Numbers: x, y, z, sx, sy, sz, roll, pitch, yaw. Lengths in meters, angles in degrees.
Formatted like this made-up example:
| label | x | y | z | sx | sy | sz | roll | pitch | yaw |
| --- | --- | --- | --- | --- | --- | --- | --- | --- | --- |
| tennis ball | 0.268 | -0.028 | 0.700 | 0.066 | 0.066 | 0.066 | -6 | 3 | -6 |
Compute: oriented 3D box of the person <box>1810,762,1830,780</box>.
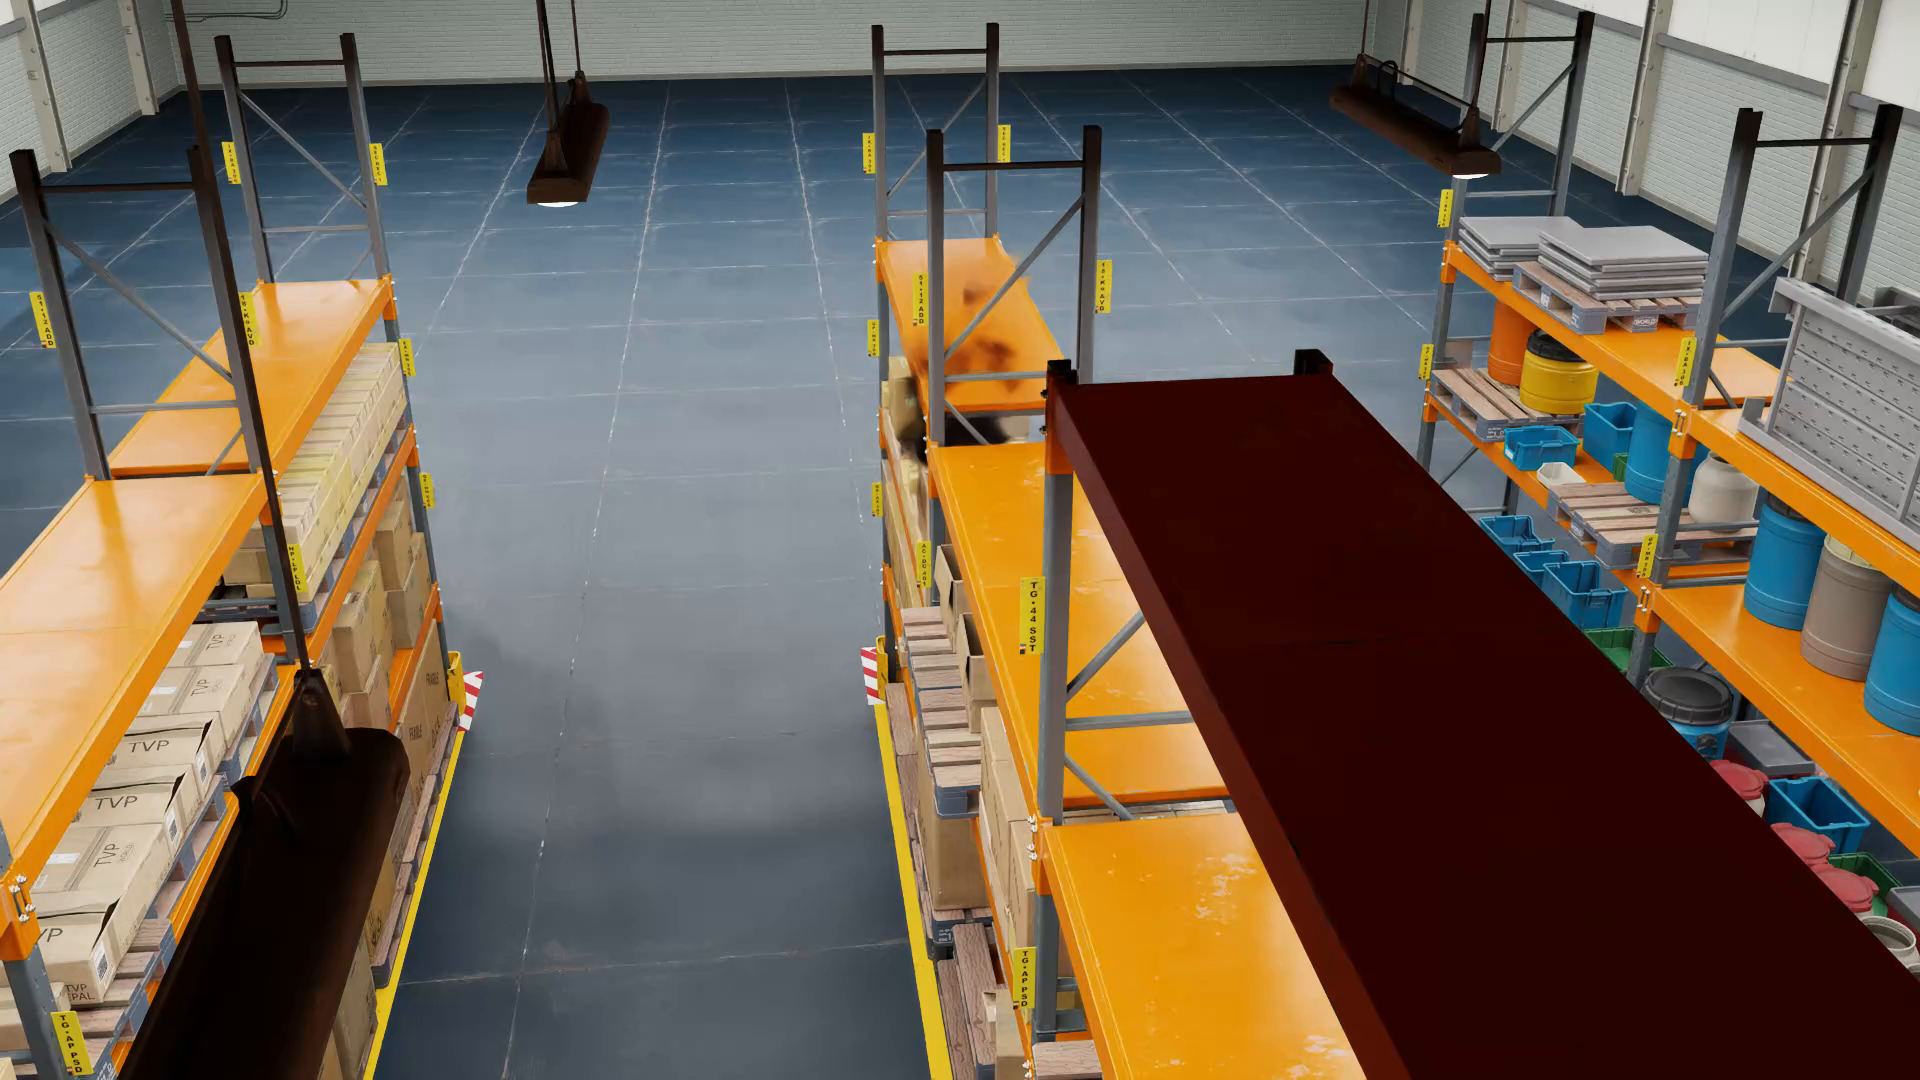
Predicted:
| label | x | y | z | sx | sy | sz | roll | pitch | yaw |
| --- | --- | --- | --- | --- | --- | --- | --- | --- | --- |
| person | 6.930 | 1.407 | 13.650 | 0.575 | 1.657 | 0.559 | -9 | 27 | -19 |
